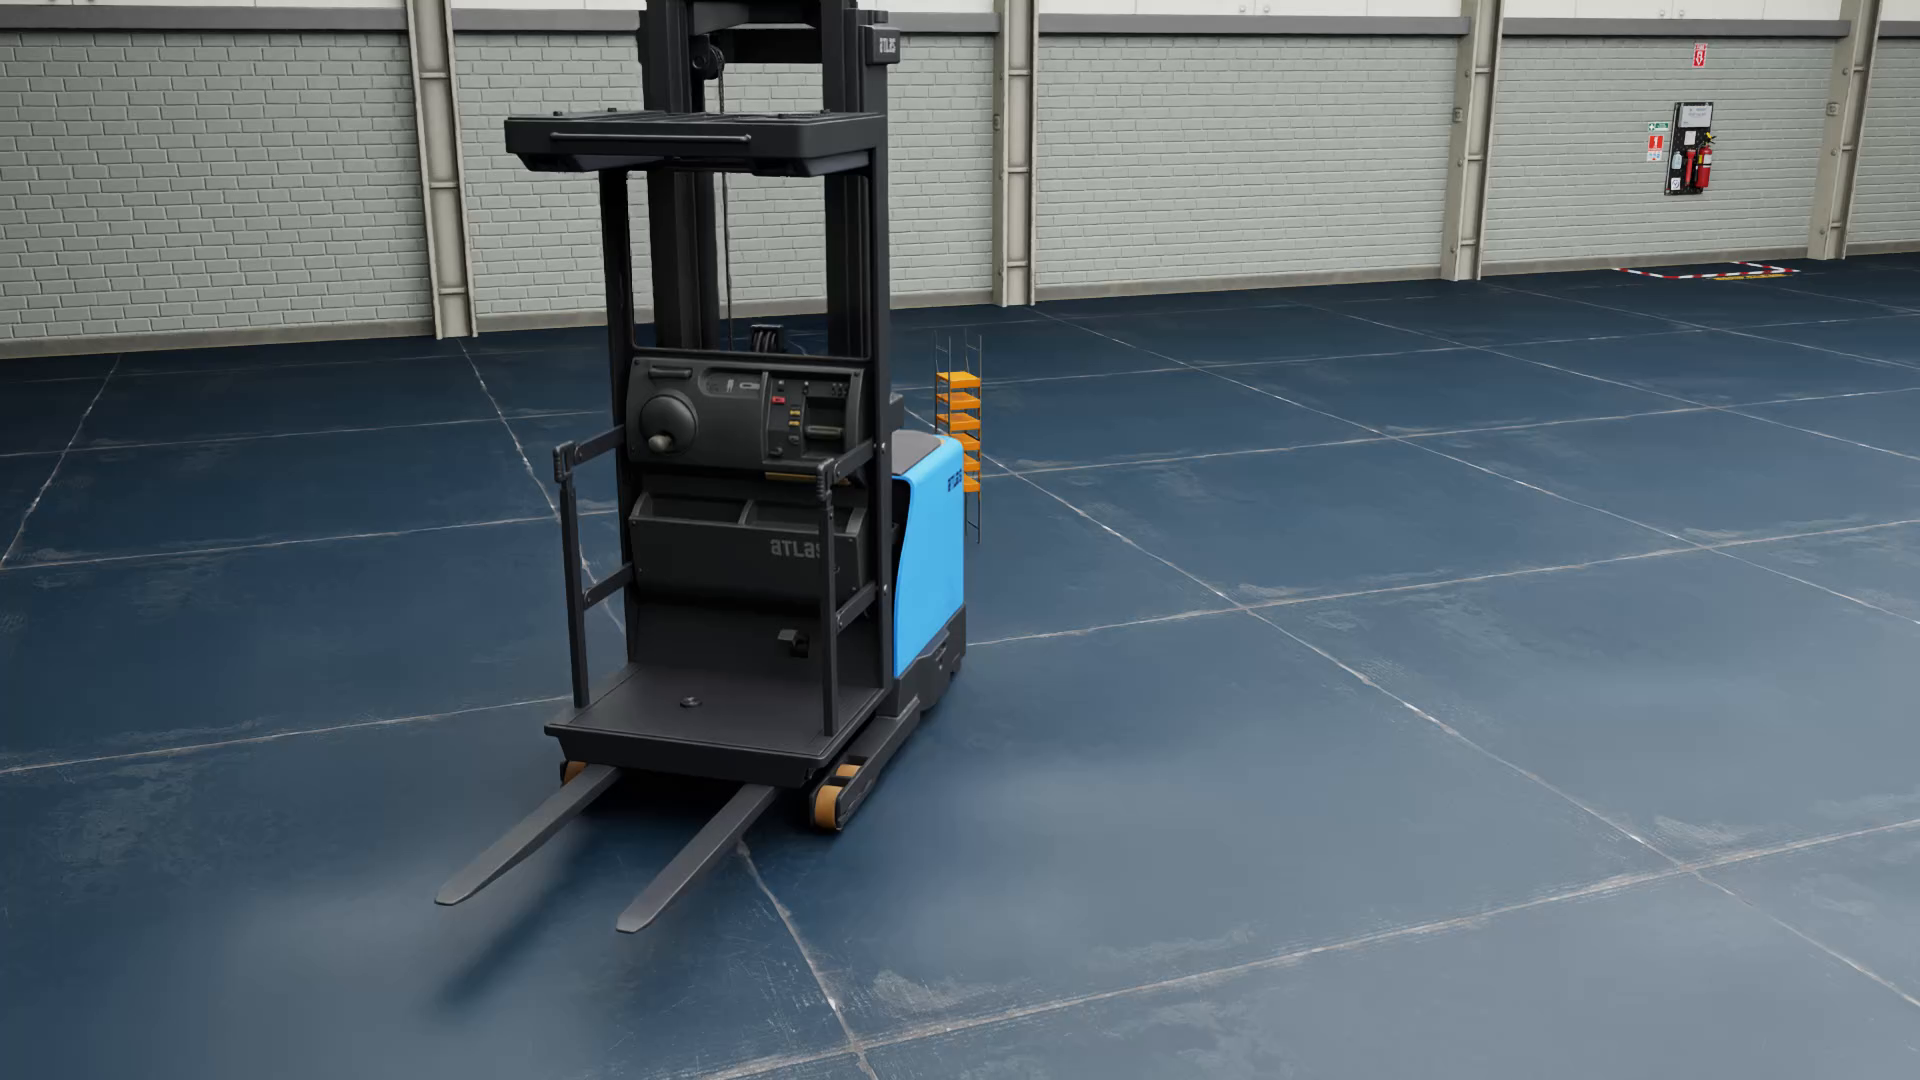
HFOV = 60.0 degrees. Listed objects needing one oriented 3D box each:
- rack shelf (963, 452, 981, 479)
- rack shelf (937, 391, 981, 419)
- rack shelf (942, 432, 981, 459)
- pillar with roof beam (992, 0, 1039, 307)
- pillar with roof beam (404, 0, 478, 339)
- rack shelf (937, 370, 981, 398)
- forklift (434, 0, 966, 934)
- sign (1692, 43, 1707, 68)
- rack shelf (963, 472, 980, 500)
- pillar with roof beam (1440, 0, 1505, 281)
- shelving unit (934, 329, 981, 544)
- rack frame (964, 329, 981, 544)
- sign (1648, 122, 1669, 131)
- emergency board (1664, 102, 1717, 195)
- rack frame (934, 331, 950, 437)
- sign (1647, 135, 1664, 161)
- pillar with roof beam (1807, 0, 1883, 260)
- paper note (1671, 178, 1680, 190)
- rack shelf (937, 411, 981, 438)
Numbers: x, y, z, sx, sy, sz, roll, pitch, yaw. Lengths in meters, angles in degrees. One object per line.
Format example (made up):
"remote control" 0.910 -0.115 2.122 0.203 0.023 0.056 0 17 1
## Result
"rack shelf" -0.014 -0.416 9.471 0.180 0.103 0.258 -6 17 -20
"rack shelf" -0.014 -0.762 9.369 0.180 0.103 0.258 -6 17 -20
"rack shelf" -0.014 -0.532 9.437 0.180 0.103 0.258 -6 17 -20
"pillar with roof beam" 2.138 -5.820 13.447 0.400 9.000 9.100 -6 17 -20
"pillar with roof beam" -3.465 -5.215 11.387 0.400 9.000 9.100 -6 17 -20
"rack shelf" -0.014 -0.877 9.335 0.180 0.103 0.258 -6 17 -20
"forklift" -0.866 -0.476 6.017 1.130 2.935 3.031 5 17 15
"sign" 9.438 -6.183 21.215 0.199 0.298 0.001 -6 17 -20
"rack shelf" -0.014 -0.301 9.504 0.180 0.103 0.258 -6 17 -20
"pillar with roof beam" 7.741 -6.425 15.507 0.400 9.000 9.100 -6 17 -20
"shelving unit" -0.014 -0.574 9.424 0.189 1.200 0.258 -6 17 -20
"rack frame" 0.072 -0.583 9.456 0.006 1.200 0.240 -6 17 -20
"sign" 8.936 -5.286 21.272 0.331 0.109 0.001 -6 17 -20
"emergency board" 9.482 -5.045 21.455 0.643 1.169 0.194 -6 17 -20
"rack frame" -0.099 -0.565 9.393 0.006 1.200 0.240 -6 17 -20
"sign" 8.928 -5.034 21.353 0.234 0.329 0.001 -6 17 -20
"pillar with roof beam" 13.343 -7.030 17.567 0.400 9.000 9.100 -6 17 -20
"paper note" 9.292 -4.623 21.581 0.142 0.148 0.016 -6 17 -20
"rack shelf" -0.014 -0.647 9.403 0.180 0.103 0.258 -6 17 -20
